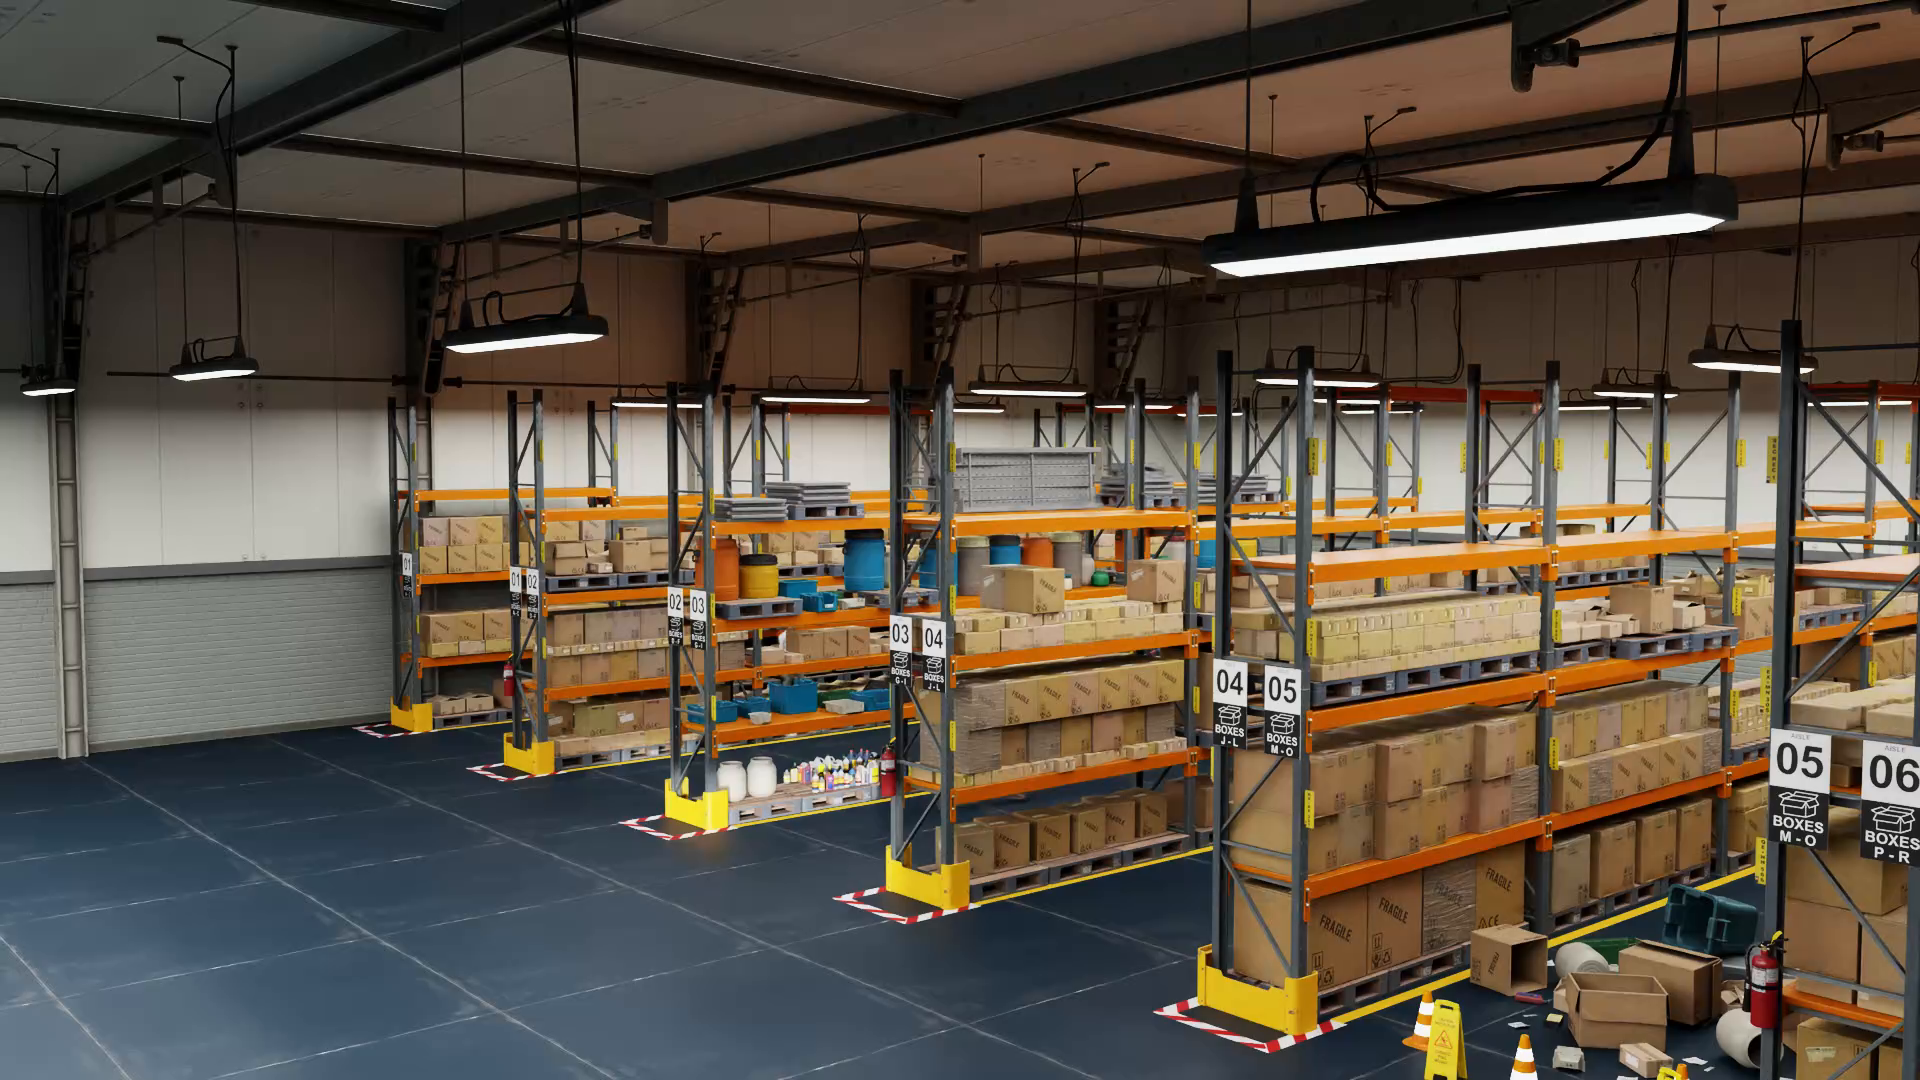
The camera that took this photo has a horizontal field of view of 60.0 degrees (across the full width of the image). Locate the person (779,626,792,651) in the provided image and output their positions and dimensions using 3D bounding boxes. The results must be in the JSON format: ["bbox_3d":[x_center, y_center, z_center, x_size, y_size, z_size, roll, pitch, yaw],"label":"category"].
[{"bbox_3d":[-3.367,2.420,33.230,0.527,1.661,0.456,-2,4,-25],"label":"person"}]
